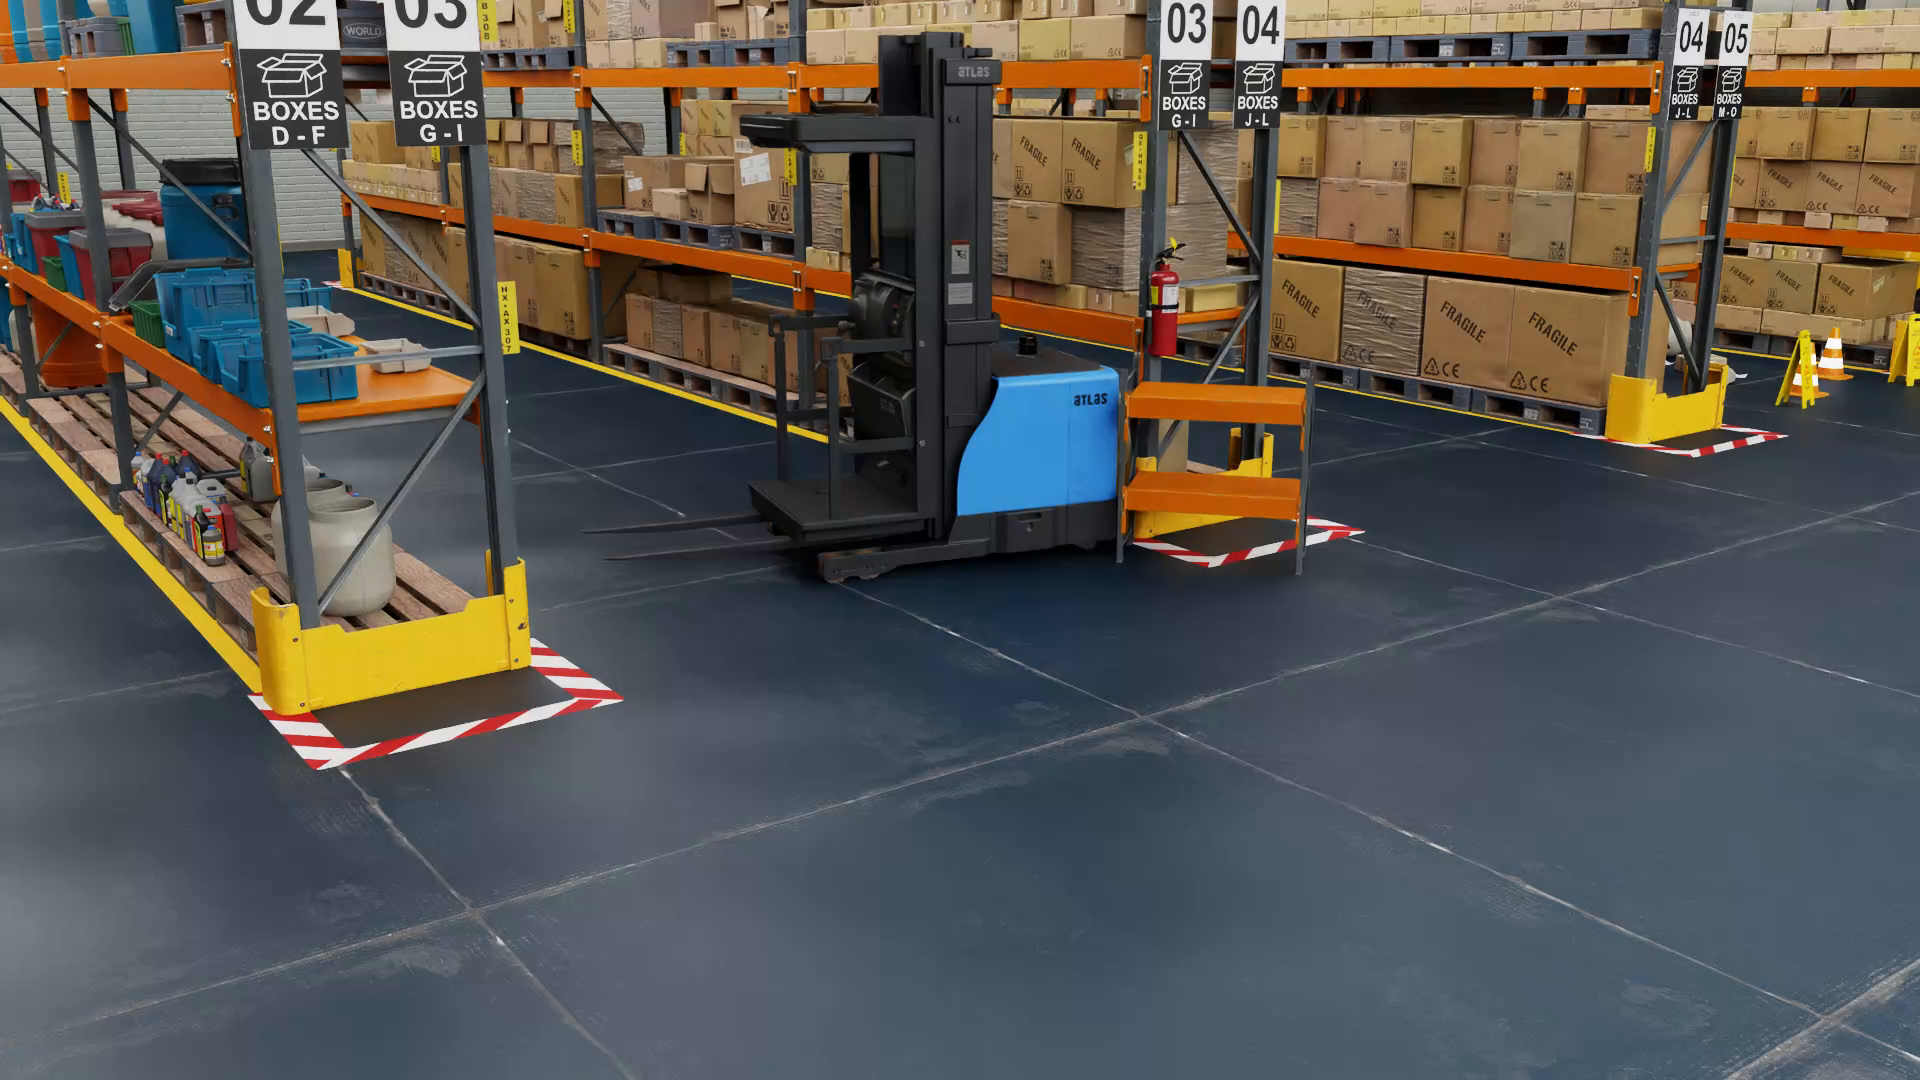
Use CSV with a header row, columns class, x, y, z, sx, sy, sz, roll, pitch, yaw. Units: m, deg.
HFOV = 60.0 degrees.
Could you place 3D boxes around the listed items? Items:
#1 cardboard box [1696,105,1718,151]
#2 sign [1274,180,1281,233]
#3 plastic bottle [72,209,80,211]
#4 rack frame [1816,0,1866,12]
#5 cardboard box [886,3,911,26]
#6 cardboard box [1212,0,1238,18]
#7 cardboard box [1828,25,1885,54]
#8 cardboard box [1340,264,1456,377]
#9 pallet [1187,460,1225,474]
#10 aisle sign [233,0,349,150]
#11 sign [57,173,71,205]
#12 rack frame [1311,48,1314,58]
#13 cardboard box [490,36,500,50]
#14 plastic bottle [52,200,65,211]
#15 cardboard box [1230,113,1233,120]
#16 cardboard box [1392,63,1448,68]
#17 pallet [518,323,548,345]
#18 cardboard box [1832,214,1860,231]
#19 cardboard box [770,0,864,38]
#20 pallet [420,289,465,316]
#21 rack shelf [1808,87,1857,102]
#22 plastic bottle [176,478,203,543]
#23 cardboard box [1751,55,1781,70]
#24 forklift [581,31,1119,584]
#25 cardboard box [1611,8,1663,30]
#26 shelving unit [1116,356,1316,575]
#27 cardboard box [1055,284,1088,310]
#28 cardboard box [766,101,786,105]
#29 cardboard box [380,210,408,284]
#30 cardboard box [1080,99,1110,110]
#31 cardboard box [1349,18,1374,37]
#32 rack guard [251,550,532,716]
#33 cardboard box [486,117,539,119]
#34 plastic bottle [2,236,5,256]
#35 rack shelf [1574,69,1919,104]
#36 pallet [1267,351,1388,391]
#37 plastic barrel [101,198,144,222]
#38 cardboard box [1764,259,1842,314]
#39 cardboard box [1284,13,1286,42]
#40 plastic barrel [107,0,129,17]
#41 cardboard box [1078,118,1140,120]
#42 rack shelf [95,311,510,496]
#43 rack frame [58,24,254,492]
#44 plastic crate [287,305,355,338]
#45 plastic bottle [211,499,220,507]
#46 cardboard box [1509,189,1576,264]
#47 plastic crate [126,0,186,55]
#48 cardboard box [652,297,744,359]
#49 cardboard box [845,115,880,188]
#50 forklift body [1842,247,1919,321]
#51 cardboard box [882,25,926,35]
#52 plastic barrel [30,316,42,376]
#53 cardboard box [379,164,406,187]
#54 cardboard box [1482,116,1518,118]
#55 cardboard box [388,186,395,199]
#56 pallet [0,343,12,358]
class,x,y,z,sx,sy,sz,roll,pitch,yaw
cardboard box,7.803,-4.274,17.363,0.700,0.500,0.500,-11,19,-36
sign,1.938,-2.061,10.284,0.100,0.325,0.005,-11,19,-35
plastic bottle,-8.019,-2.878,15.143,0.152,0.276,0.135,-11,19,-35
rack frame,11.176,-7.616,20.858,1.000,3.000,0.127,-11,19,-35
cardboard box,-0.292,-3.639,11.537,0.380,0.149,0.250,-11,19,-36
cardboard box,1.525,-3.221,10.008,0.380,0.149,0.250,-11,19,-35
cardboard box,8.713,-4.792,15.943,0.500,0.250,0.500,-11,19,-35
cardboard box,4.065,-2.002,14.939,0.875,0.875,0.875,-11,19,-34
pallet,1.006,-0.409,11.172,1.003,0.211,1.213,-11,19,-35
aisle sign,-2.705,-1.983,6.714,0.394,0.787,0.004,-11,19,-35
sign,-9.117,-3.571,16.918,0.100,0.325,0.005,-11,19,-35
rack frame,4.812,-7.699,21.160,1.000,3.000,0.127,-11,19,-35
cardboard box,-4.802,-5.309,17.788,0.380,0.149,0.250,-12,19,-37
plastic bottle,-8.154,-2.896,15.068,0.144,0.351,0.185,-11,19,-35
cardboard box,3.988,-5.514,22.458,0.500,0.500,0.500,-10,18,-34
cardboard box,5.732,-5.981,20.369,0.797,0.503,0.637,-11,19,-35
pallet,-4.320,-2.363,18.309,1.003,0.211,1.213,-11,19,-35
cardboard box,8.750,-3.118,16.261,0.380,0.149,0.250,-11,19,-35
cardboard box,-1.049,-4.228,13.169,0.797,0.503,0.637,-12,19,-37
pallet,-5.940,-2.951,20.459,1.003,0.211,1.213,-11,19,-35
rack shelf,12.352,-5.396,19.788,1.077,0.370,4.000,-11,19,-35
plastic bottle,-4.250,-0.172,9.205,0.144,0.351,0.185,-10,18,-32
cardboard box,8.140,-4.777,16.641,0.380,0.149,0.250,-11,19,-35
forklift,-0.630,-1.329,9.381,3.031,2.935,1.130,-6,17,-22
cardboard box,5.101,-3.902,12.461,0.380,0.149,0.250,-11,19,-35
shelving unit,1.471,-0.442,9.560,1.048,1.125,0.538,4,16,14
cardboard box,0.830,-1.566,10.591,0.380,0.149,0.250,-11,19,-35
cardboard box,-2.288,-5.712,22.616,0.500,0.500,0.500,-12,19,-36
cardboard box,-6.932,-3.835,21.635,0.875,0.875,0.875,-11,19,-35
cardboard box,2.021,-6.520,24.902,0.380,0.149,0.250,-11,19,-36
cardboard box,3.604,-4.446,14.445,0.380,0.149,0.250,-11,19,-35
rack guard,-2.590,0.406,7.645,1.175,0.500,0.348,-11,19,-35
cardboard box,-5.174,-4.519,18.814,0.797,0.503,0.637,-11,19,-36
plastic bottle,-7.847,-2.451,13.724,0.097,0.201,0.097,0,15,0
rack shelf,8.339,-4.624,16.970,1.077,0.370,4.000,-11,19,-35
pallet,3.603,-1.642,15.676,1.003,0.211,1.213,-11,19,-35
plastic barrel,-6.433,-2.366,12.827,0.421,0.512,0.421,0,15,0
cardboard box,8.524,-2.577,16.802,0.500,0.500,0.500,-10,18,-33
cardboard box,3.066,-4.962,16.111,0.258,0.266,0.396,-11,19,-35
plastic barrel,-4.360,-3.307,9.048,0.600,0.901,0.708,-11,19,-35
cardboard box,1.108,-2.501,10.884,0.500,0.500,0.500,-11,19,-35
rack shelf,-3.683,-0.871,8.937,1.077,0.370,4.000,-11,19,-35
rack frame,-4.859,-1.645,10.403,1.000,3.000,0.127,-11,19,-35
plastic crate,-3.699,-1.210,9.314,0.530,0.136,0.437,-11,19,-35
plastic bottle,-4.178,-0.128,9.328,0.097,0.201,0.097,0,15,0
cardboard box,4.975,-2.566,13.486,0.875,0.550,0.550,-11,19,-35
plastic crate,-3.872,-2.590,8.205,0.392,0.384,0.575,-11,19,-35
cardboard box,-2.458,-2.018,15.667,0.700,0.500,0.500,-13,20,-39
cardboard box,-0.498,-2.845,12.143,0.500,0.500,0.500,-11,19,-35
forklift body,10.938,-3.581,19.086,2.313,2.155,1.214,-11,19,-35
cardboard box,-0.196,-3.432,11.535,0.500,0.250,0.500,-12,19,-37
plastic barrel,-7.916,-1.710,14.558,0.421,0.512,0.421,0,15,0
cardboard box,-6.930,-4.574,20.827,0.500,0.250,0.500,-11,19,-36
cardboard box,6.294,-4.867,19.401,0.380,0.149,0.250,-12,19,-36
cardboard box,-6.905,-4.344,20.740,0.380,0.149,0.250,-10,18,-34
pallet,-9.143,-1.837,16.387,1.003,0.211,1.213,-11,19,-35
